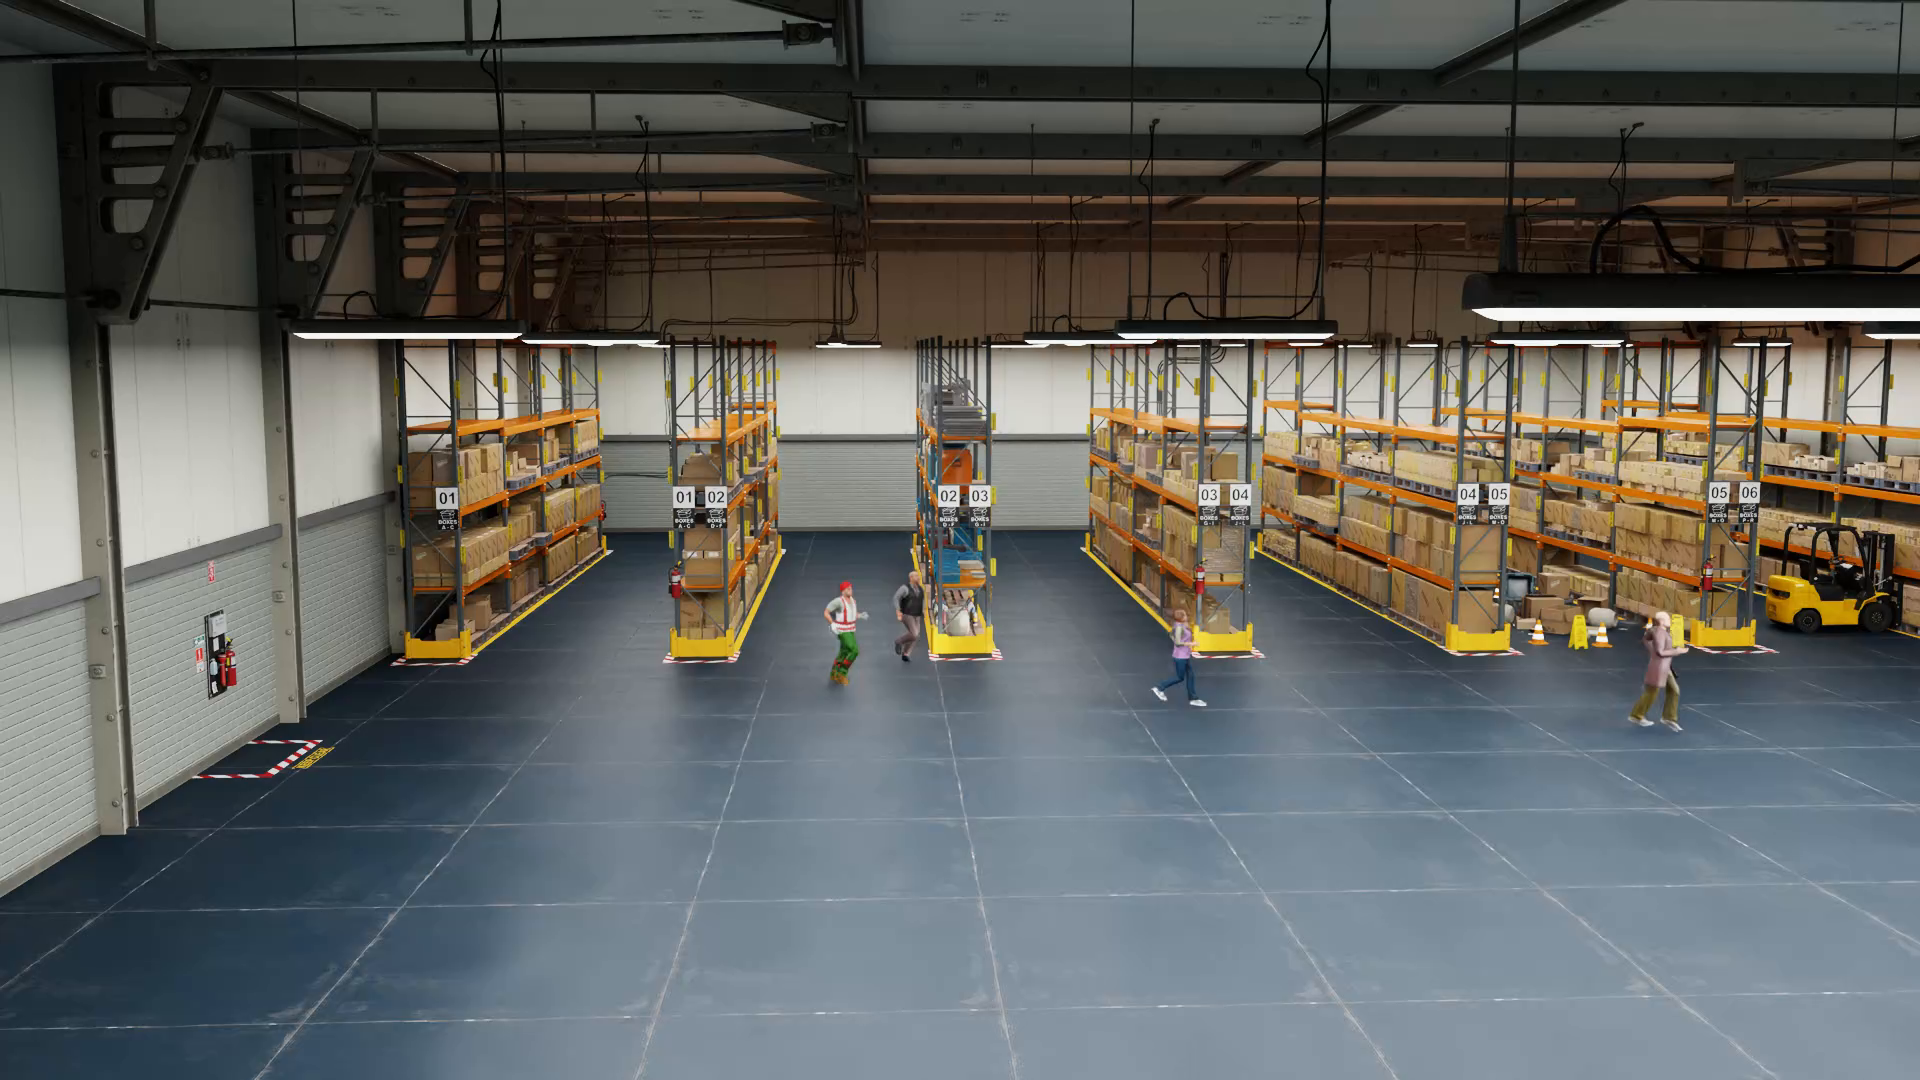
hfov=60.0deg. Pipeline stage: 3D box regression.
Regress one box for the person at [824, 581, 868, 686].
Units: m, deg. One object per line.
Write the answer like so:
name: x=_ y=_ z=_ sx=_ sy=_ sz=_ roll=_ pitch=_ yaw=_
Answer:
person: x=-1.931 y=1.606 z=28.604 sx=0.709 sy=1.806 sz=0.620 roll=3 pitch=7 yaw=27

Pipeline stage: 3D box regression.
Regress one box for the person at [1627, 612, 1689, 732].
person: x=10.553 y=2.012 z=25.114 sx=0.811 sy=1.792 sz=0.699 roll=4 pitch=7 yaw=29

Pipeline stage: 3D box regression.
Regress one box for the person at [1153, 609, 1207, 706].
person: x=3.548 y=1.895 z=26.721 sx=0.867 sy=1.552 sz=0.541 roll=2 pitch=7 yaw=15

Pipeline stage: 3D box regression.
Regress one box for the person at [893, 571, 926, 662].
person: x=-0.853 y=1.410 z=30.825 sx=0.684 sy=1.648 sz=0.526 roll=-6 pitch=9 yaw=-41
